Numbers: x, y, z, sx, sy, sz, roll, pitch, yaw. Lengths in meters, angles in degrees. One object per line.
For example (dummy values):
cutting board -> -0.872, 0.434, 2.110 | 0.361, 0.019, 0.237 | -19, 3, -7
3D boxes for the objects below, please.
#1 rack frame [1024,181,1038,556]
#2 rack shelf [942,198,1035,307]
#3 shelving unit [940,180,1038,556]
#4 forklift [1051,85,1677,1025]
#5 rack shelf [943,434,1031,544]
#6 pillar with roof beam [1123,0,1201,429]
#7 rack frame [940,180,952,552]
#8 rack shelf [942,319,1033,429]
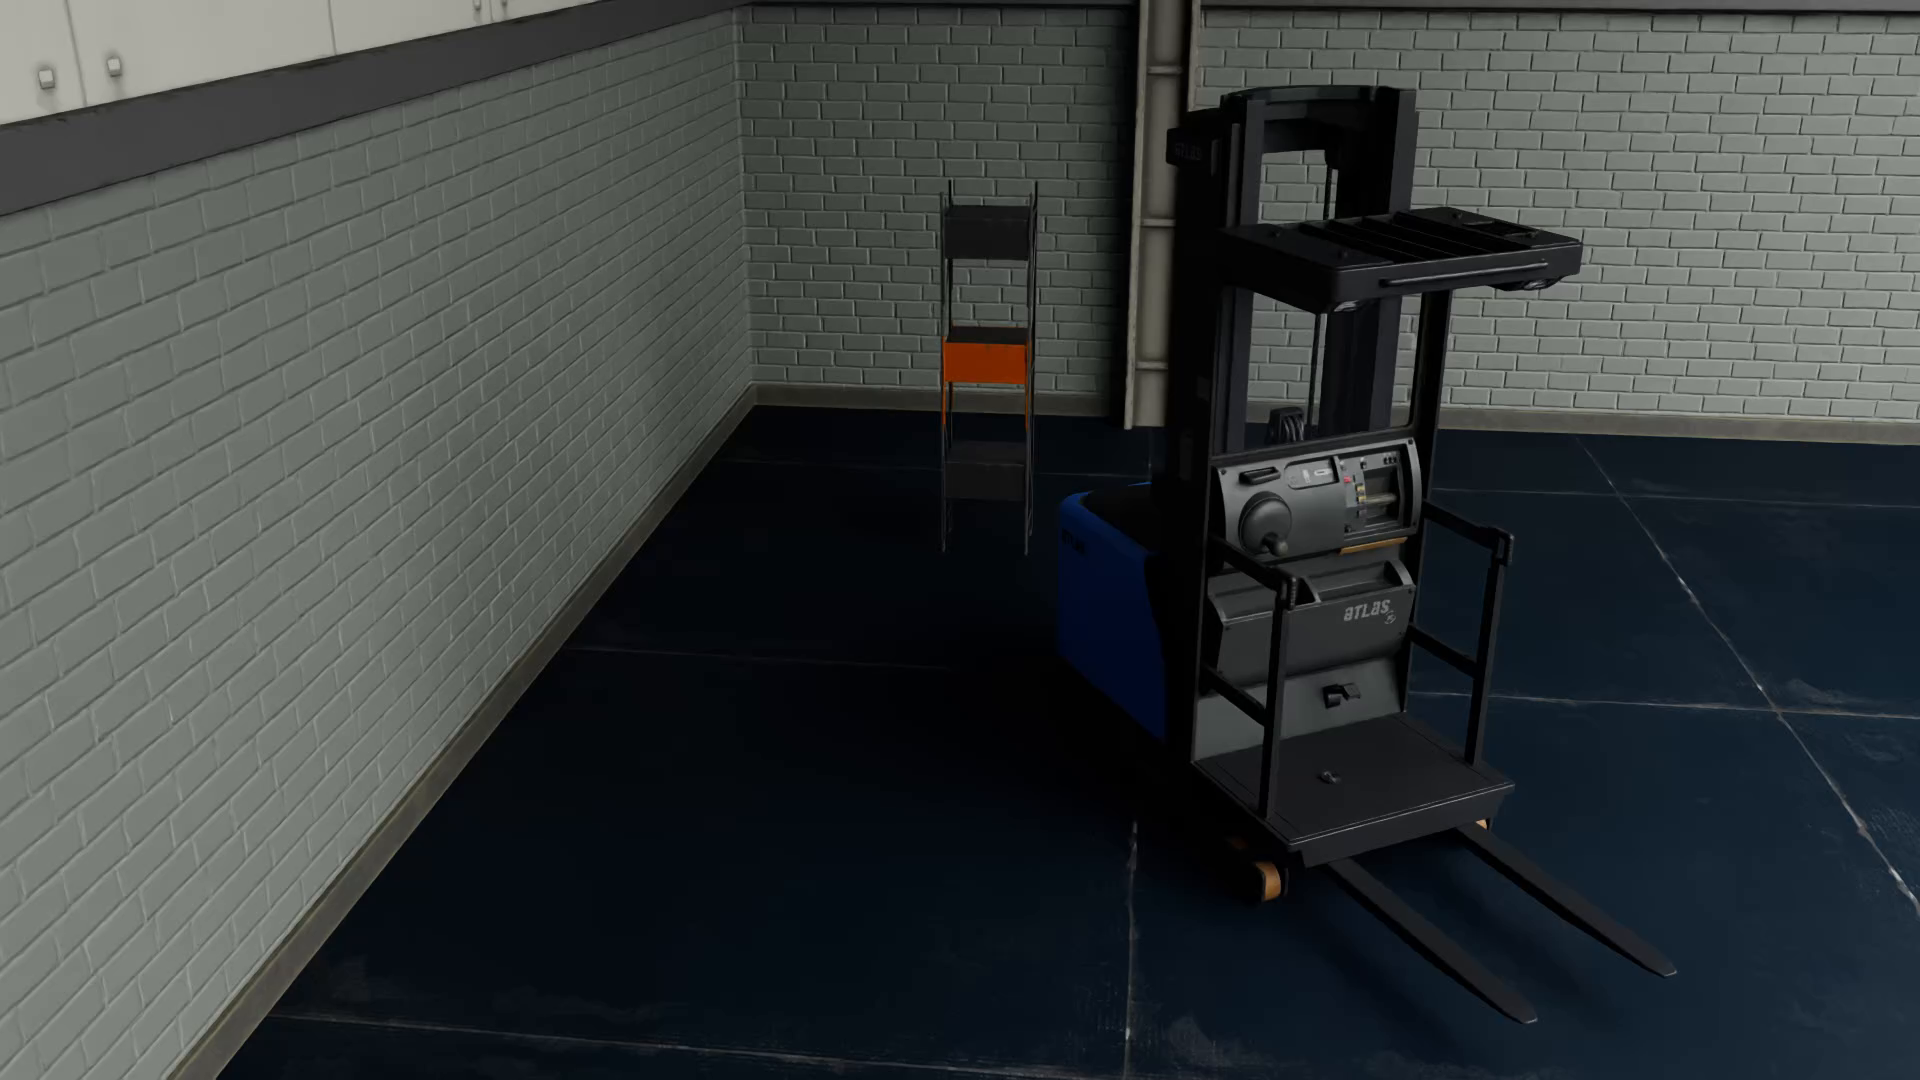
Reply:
rack frame -> 0.407, -0.959, 9.509 | 0.015, 2.100, 0.400 | 2, 22, 6
rack shelf -> 0.164, -1.608, 9.283 | 0.480, 0.518, 0.431 | 2, 22, 6
shelving unit -> 0.164, -0.969, 9.536 | 0.503, 2.100, 0.431 | 2, 22, 6
forklift -> 1.502, -0.148, 6.327 | 1.130, 2.935, 3.031 | -9, 23, -23
rack shelf -> 0.164, -0.306, 9.798 | 0.480, 0.518, 0.431 | 2, 22, 6
pillar with roof beam -> 0.883, -3.459, 6.450 | 0.400, 9.000, 9.100 | 2, 22, 6
rack frame -> -0.078, -0.980, 9.562 | 0.015, 2.100, 0.400 | 2, 22, 6
rack shelf -> 0.164, -0.957, 9.541 | 0.480, 0.518, 0.431 | 2, 22, 6
